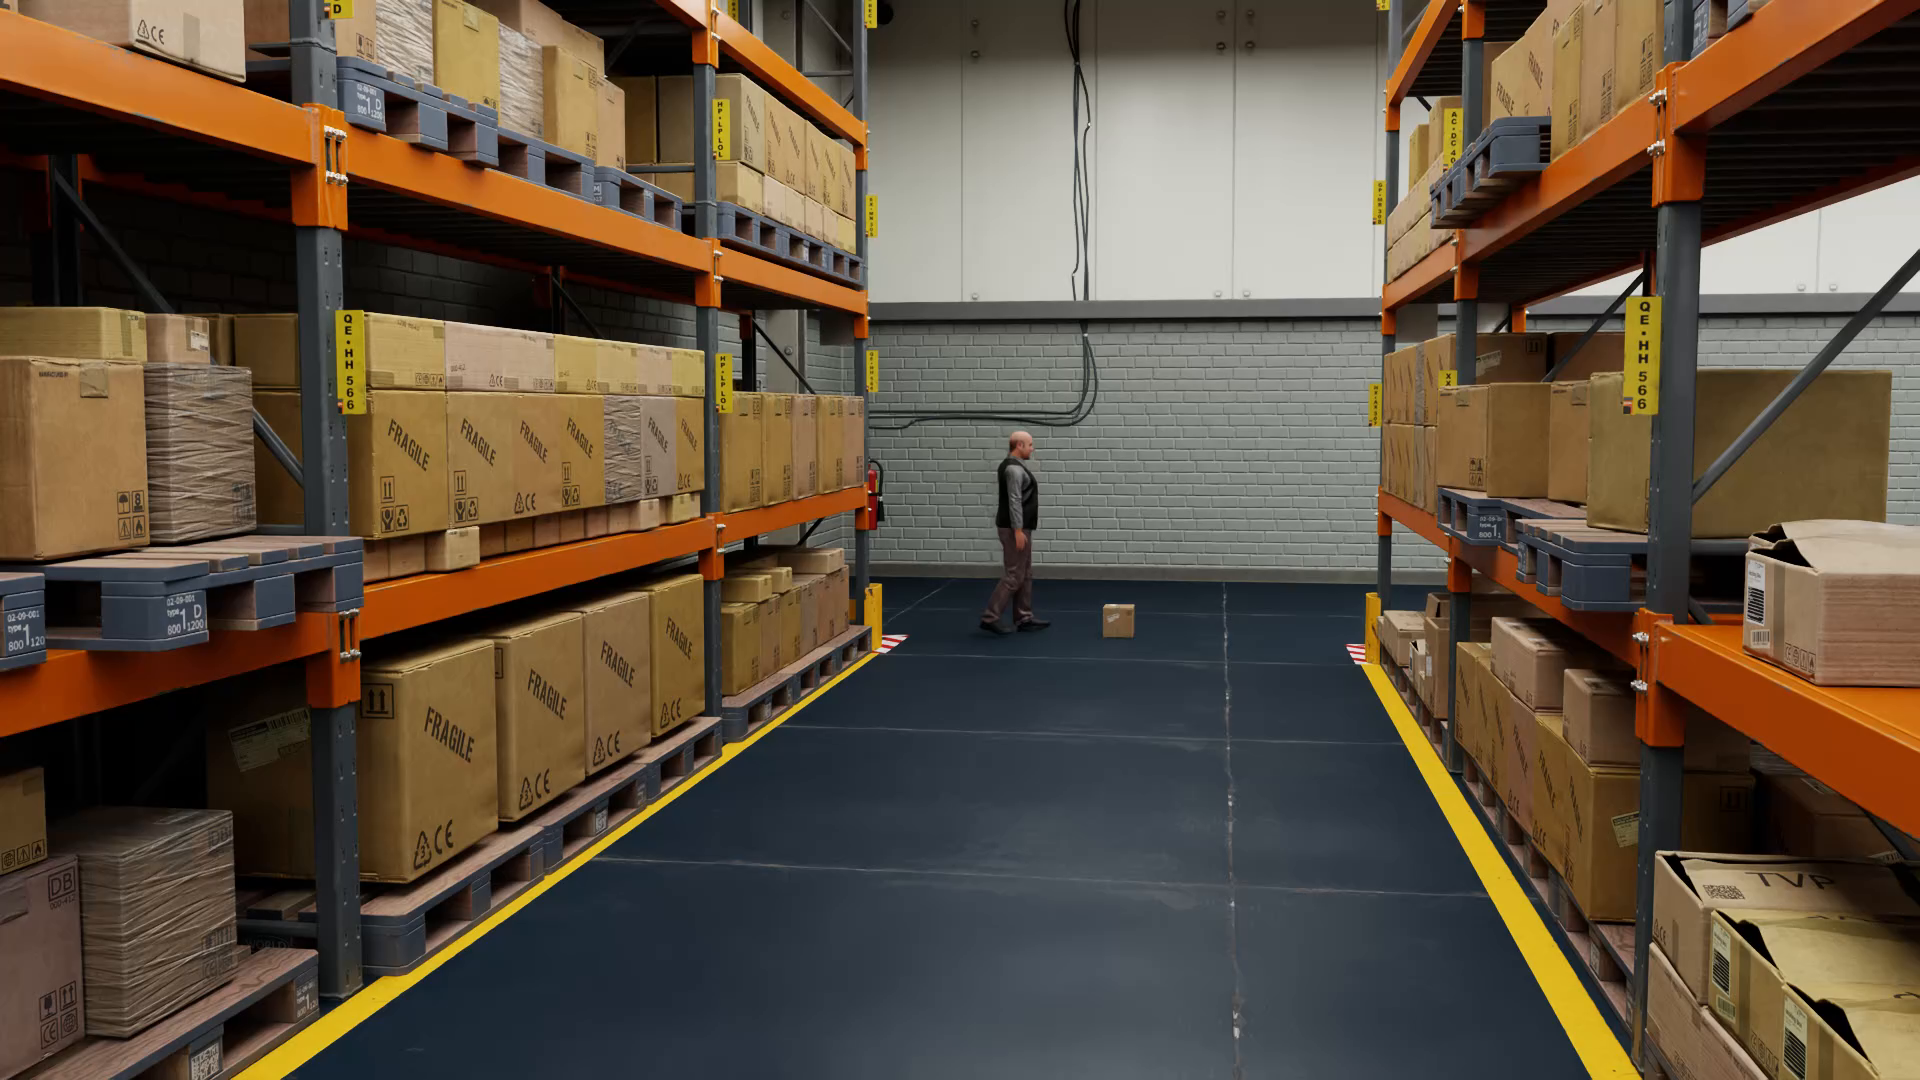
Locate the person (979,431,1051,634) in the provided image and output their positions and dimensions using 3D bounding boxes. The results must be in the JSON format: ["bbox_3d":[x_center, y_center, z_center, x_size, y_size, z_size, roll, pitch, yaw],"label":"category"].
[{"bbox_3d":[0.475,-0.009,14.080,0.644,1.612,0.593,0,4,-4],"label":"person"}]
